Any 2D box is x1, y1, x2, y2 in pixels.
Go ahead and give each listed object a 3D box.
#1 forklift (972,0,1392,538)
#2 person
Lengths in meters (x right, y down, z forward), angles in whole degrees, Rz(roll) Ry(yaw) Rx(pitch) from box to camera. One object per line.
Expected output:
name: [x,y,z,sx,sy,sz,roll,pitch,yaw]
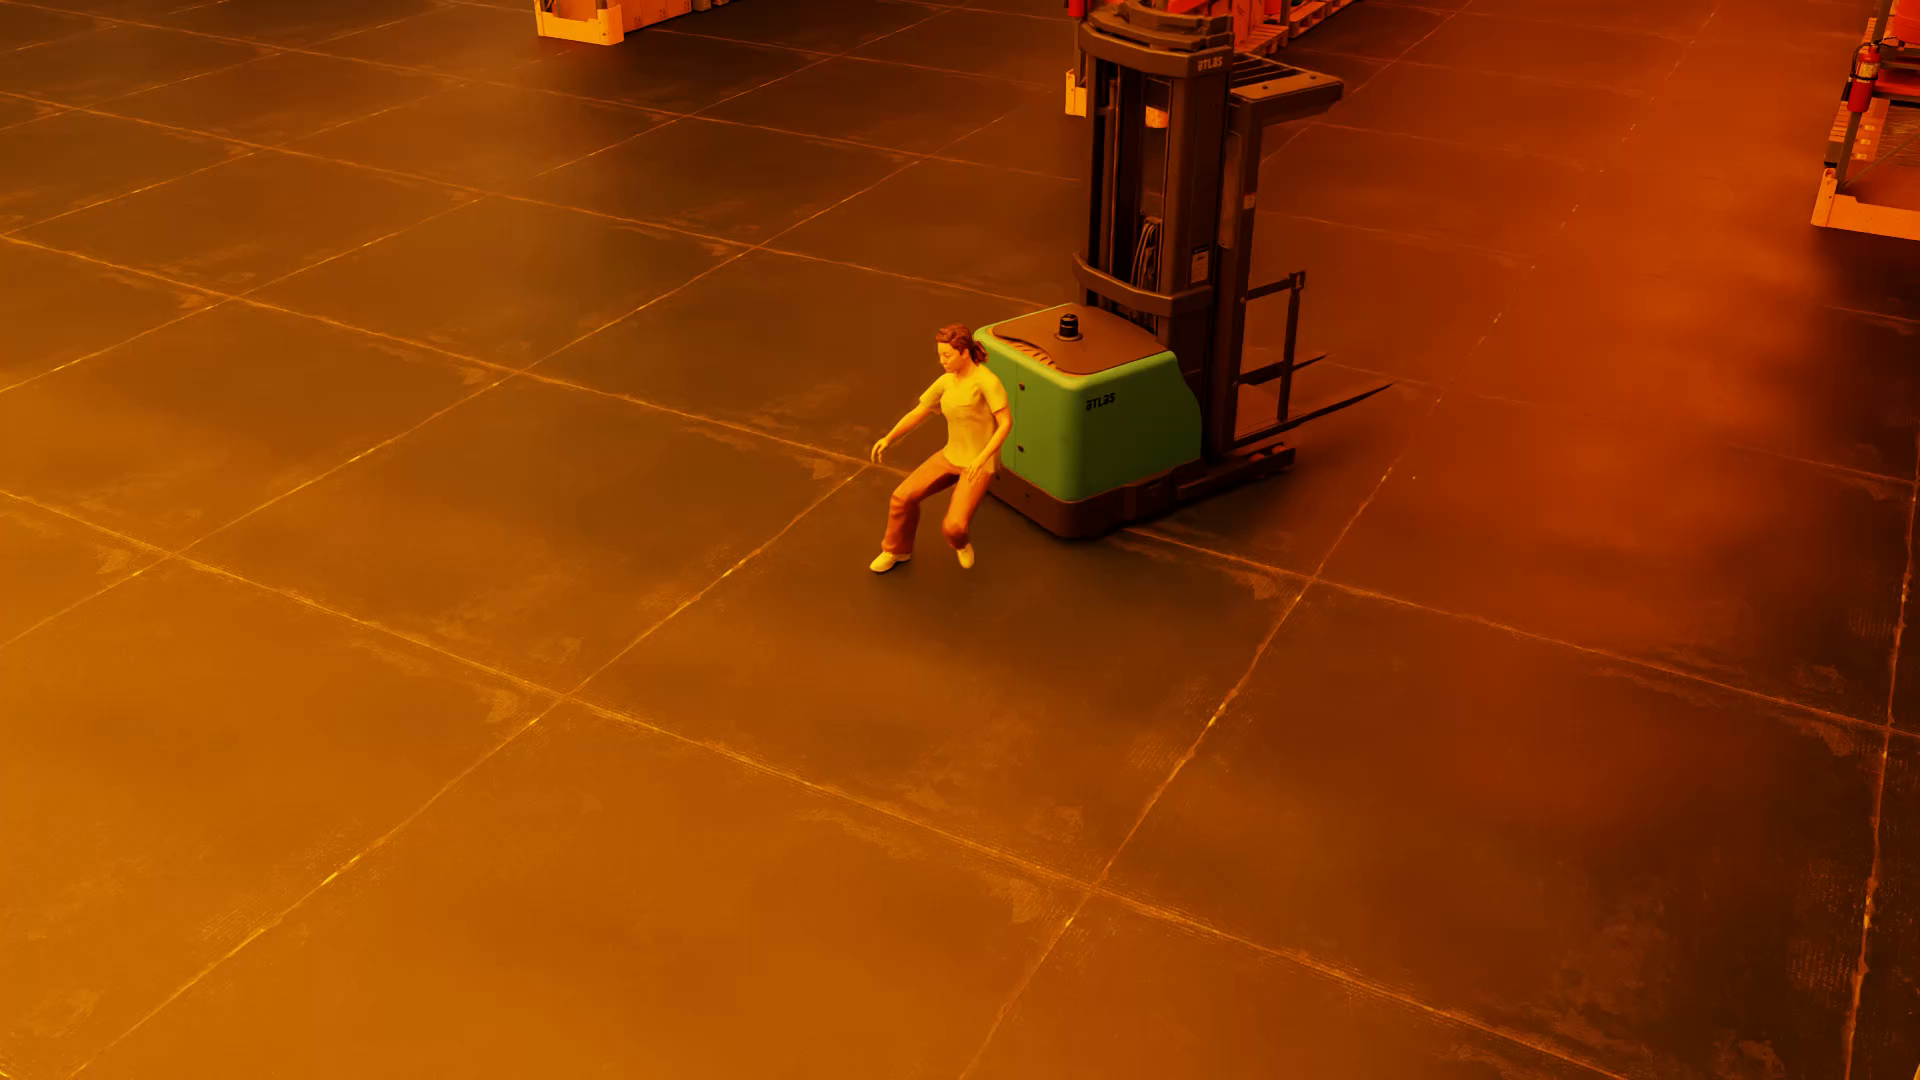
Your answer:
forklift: [1.552,-1.852,10.279,3.031,2.935,1.130,-20,35,-30]
person: [-0.100,-0.445,9.255,0.689,1.512,0.760,-26,39,-37]
